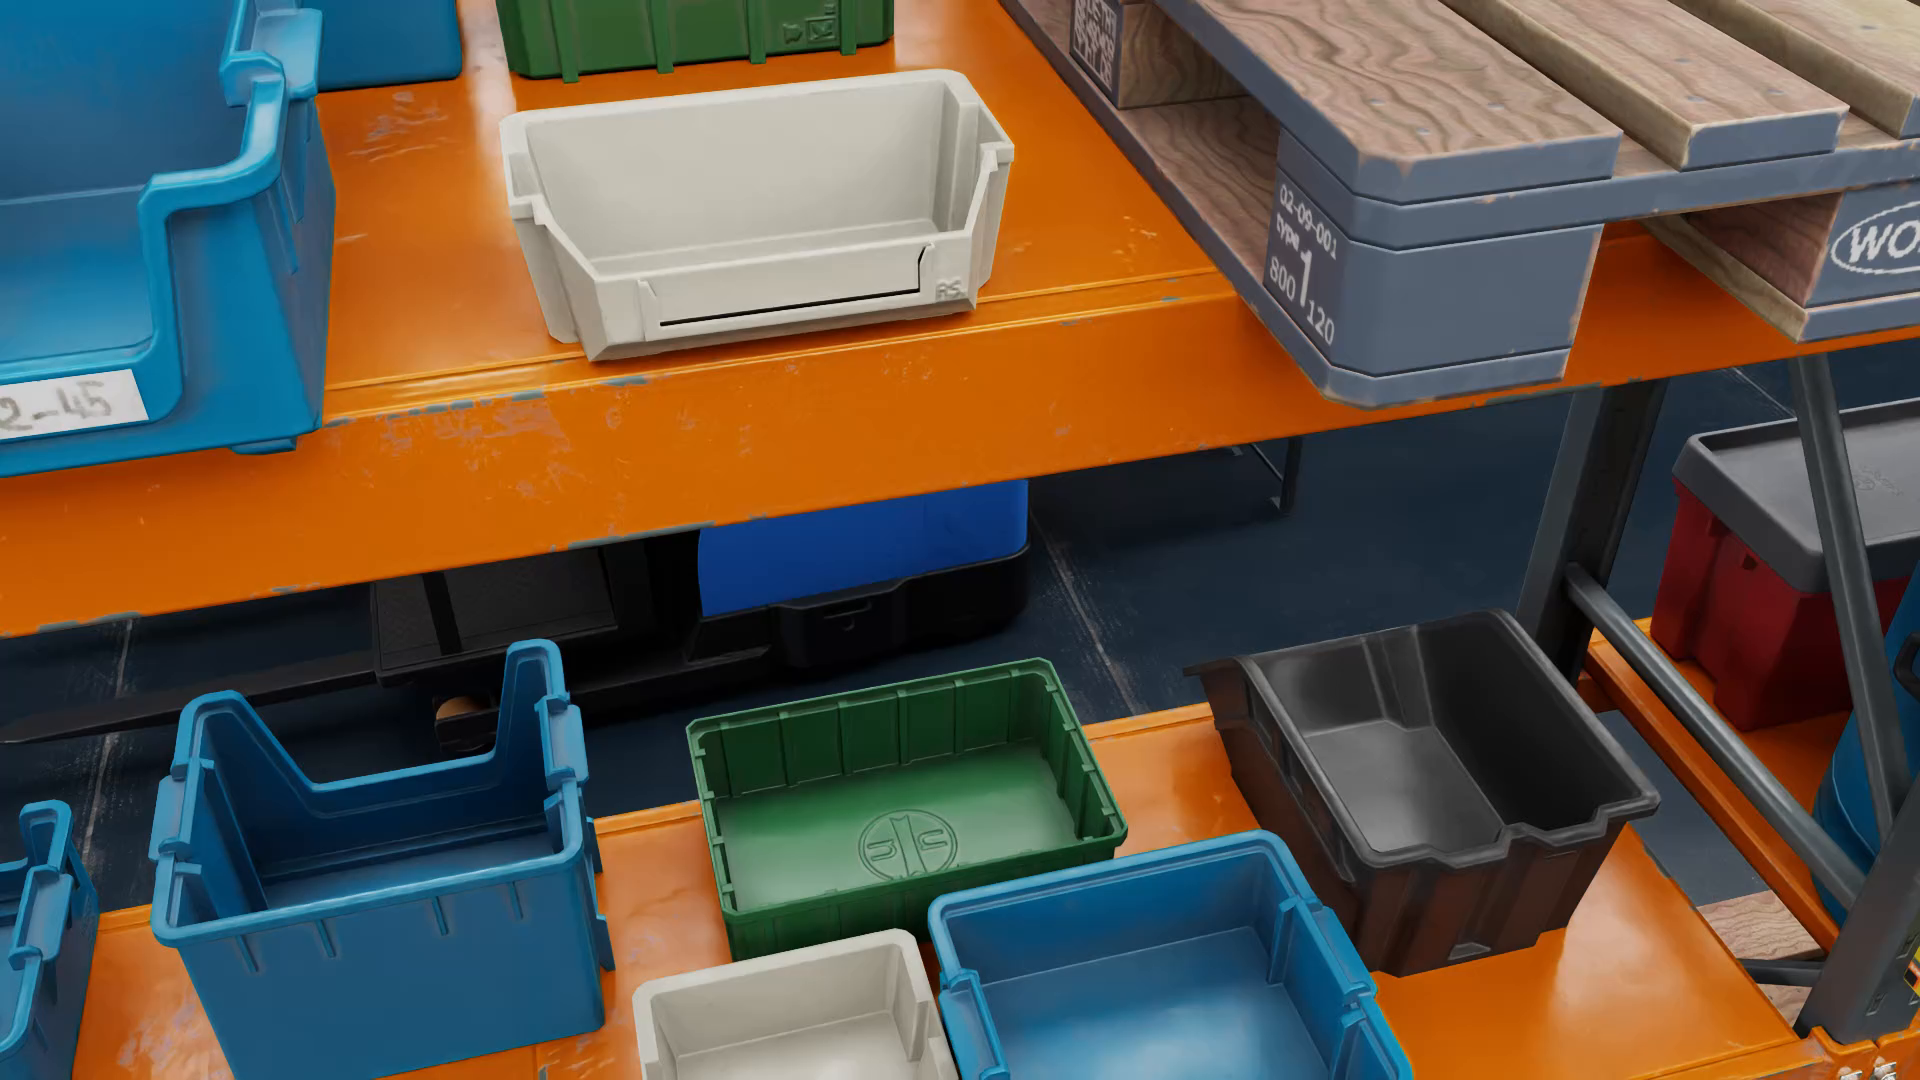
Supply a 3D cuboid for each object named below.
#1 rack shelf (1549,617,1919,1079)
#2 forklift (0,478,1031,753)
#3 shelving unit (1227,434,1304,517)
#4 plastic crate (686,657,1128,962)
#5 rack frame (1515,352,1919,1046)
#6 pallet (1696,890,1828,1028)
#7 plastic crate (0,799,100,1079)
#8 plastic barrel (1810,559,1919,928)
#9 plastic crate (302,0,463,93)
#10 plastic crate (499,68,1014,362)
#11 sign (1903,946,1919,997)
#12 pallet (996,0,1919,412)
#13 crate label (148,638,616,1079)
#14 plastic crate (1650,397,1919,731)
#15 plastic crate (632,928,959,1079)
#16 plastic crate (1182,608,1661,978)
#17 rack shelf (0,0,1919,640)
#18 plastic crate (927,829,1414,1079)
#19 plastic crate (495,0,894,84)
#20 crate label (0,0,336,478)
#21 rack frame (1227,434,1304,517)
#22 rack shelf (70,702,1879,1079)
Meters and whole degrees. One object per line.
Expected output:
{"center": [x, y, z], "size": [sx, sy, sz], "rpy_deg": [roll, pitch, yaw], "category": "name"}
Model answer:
{"center": [3.214, 0.304, 3.476], "size": [4.000, 0.370, 1.077], "rpy_deg": [-9, 38, -12], "category": "rack shelf"}
{"center": [-1.351, -0.898, 4.511], "size": [3.031, 2.935, 1.130], "rpy_deg": [-11, 39, -14], "category": "forklift"}
{"center": [0.595, -0.727, 5.467], "size": [1.048, 1.500, 0.538], "rpy_deg": [-11, 39, -14], "category": "shelving unit"}
{"center": [-0.101, 0.469, 2.843], "size": [0.662, 0.188, 0.450], "rpy_deg": [-9, 38, -12], "category": "plastic crate"}
{"center": [1.283, 0.335, 2.843], "size": [0.127, 3.000, 1.000], "rpy_deg": [-9, 38, -12], "category": "rack frame"}
{"center": [2.031, 1.296, 3.882], "size": [1.213, 0.211, 1.003], "rpy_deg": [-9, 38, -12], "category": "pallet"}
{"center": [-1.545, 0.674, 2.523], "size": [0.408, 0.251, 0.499], "rpy_deg": [-9, 38, -12], "category": "plastic crate"}
{"center": [1.735, 0.253, 2.538], "size": [0.708, 0.901, 0.600], "rpy_deg": [-9, 38, -12], "category": "plastic barrel"}
{"center": [-0.816, -0.695, 1.734], "size": [0.575, 0.384, 0.392], "rpy_deg": [-9, 38, -12], "category": "plastic crate"}
{"center": [-0.161, -0.260, 1.369], "size": [0.396, 0.136, 0.243], "rpy_deg": [-9, 38, -12], "category": "plastic crate"}
{"center": [1.416, 0.550, 2.335], "size": [0.005, 0.325, 0.100], "rpy_deg": [-9, 38, -12], "category": "sign"}
{"center": [0.612, -0.609, 1.765], "size": [1.003, 0.211, 1.213], "rpy_deg": [-9, 38, -12], "category": "pallet"}
{"center": [-0.872, 0.505, 2.592], "size": [0.616, 0.435, 0.502], "rpy_deg": [-9, 38, -12], "category": "crate label"}
{"center": [1.671, 0.054, 3.158], "size": [0.583, 0.464, 0.402], "rpy_deg": [-9, 38, -12], "category": "plastic crate"}
{"center": [-0.218, 0.846, 2.393], "size": [0.437, 0.136, 0.530], "rpy_deg": [-9, 38, -12], "category": "plastic crate"}
{"center": [0.745, 0.368, 2.851], "size": [0.504, 0.338, 0.767], "rpy_deg": [-9, 38, -12], "category": "plastic crate"}
{"center": [-0.648, -0.254, 1.736], "size": [4.000, 0.370, 1.077], "rpy_deg": [-9, 38, -12], "category": "rack shelf"}
{"center": [0.286, 0.729, 2.451], "size": [0.616, 0.251, 0.499], "rpy_deg": [-9, 38, -12], "category": "plastic crate"}
{"center": [-0.311, -0.682, 1.878], "size": [0.450, 0.188, 0.336], "rpy_deg": [-9, 38, -12], "category": "plastic crate"}
{"center": [-0.685, -0.266, 1.283], "size": [0.408, 0.251, 0.502], "rpy_deg": [-9, 38, -12], "category": "crate label"}
{"center": [1.079, -0.823, 5.591], "size": [0.032, 1.500, 0.500], "rpy_deg": [-11, 39, -14], "category": "rack frame"}
{"center": [-0.648, 0.938, 2.647], "size": [4.000, 0.370, 1.077], "rpy_deg": [-9, 38, -12], "category": "rack shelf"}
